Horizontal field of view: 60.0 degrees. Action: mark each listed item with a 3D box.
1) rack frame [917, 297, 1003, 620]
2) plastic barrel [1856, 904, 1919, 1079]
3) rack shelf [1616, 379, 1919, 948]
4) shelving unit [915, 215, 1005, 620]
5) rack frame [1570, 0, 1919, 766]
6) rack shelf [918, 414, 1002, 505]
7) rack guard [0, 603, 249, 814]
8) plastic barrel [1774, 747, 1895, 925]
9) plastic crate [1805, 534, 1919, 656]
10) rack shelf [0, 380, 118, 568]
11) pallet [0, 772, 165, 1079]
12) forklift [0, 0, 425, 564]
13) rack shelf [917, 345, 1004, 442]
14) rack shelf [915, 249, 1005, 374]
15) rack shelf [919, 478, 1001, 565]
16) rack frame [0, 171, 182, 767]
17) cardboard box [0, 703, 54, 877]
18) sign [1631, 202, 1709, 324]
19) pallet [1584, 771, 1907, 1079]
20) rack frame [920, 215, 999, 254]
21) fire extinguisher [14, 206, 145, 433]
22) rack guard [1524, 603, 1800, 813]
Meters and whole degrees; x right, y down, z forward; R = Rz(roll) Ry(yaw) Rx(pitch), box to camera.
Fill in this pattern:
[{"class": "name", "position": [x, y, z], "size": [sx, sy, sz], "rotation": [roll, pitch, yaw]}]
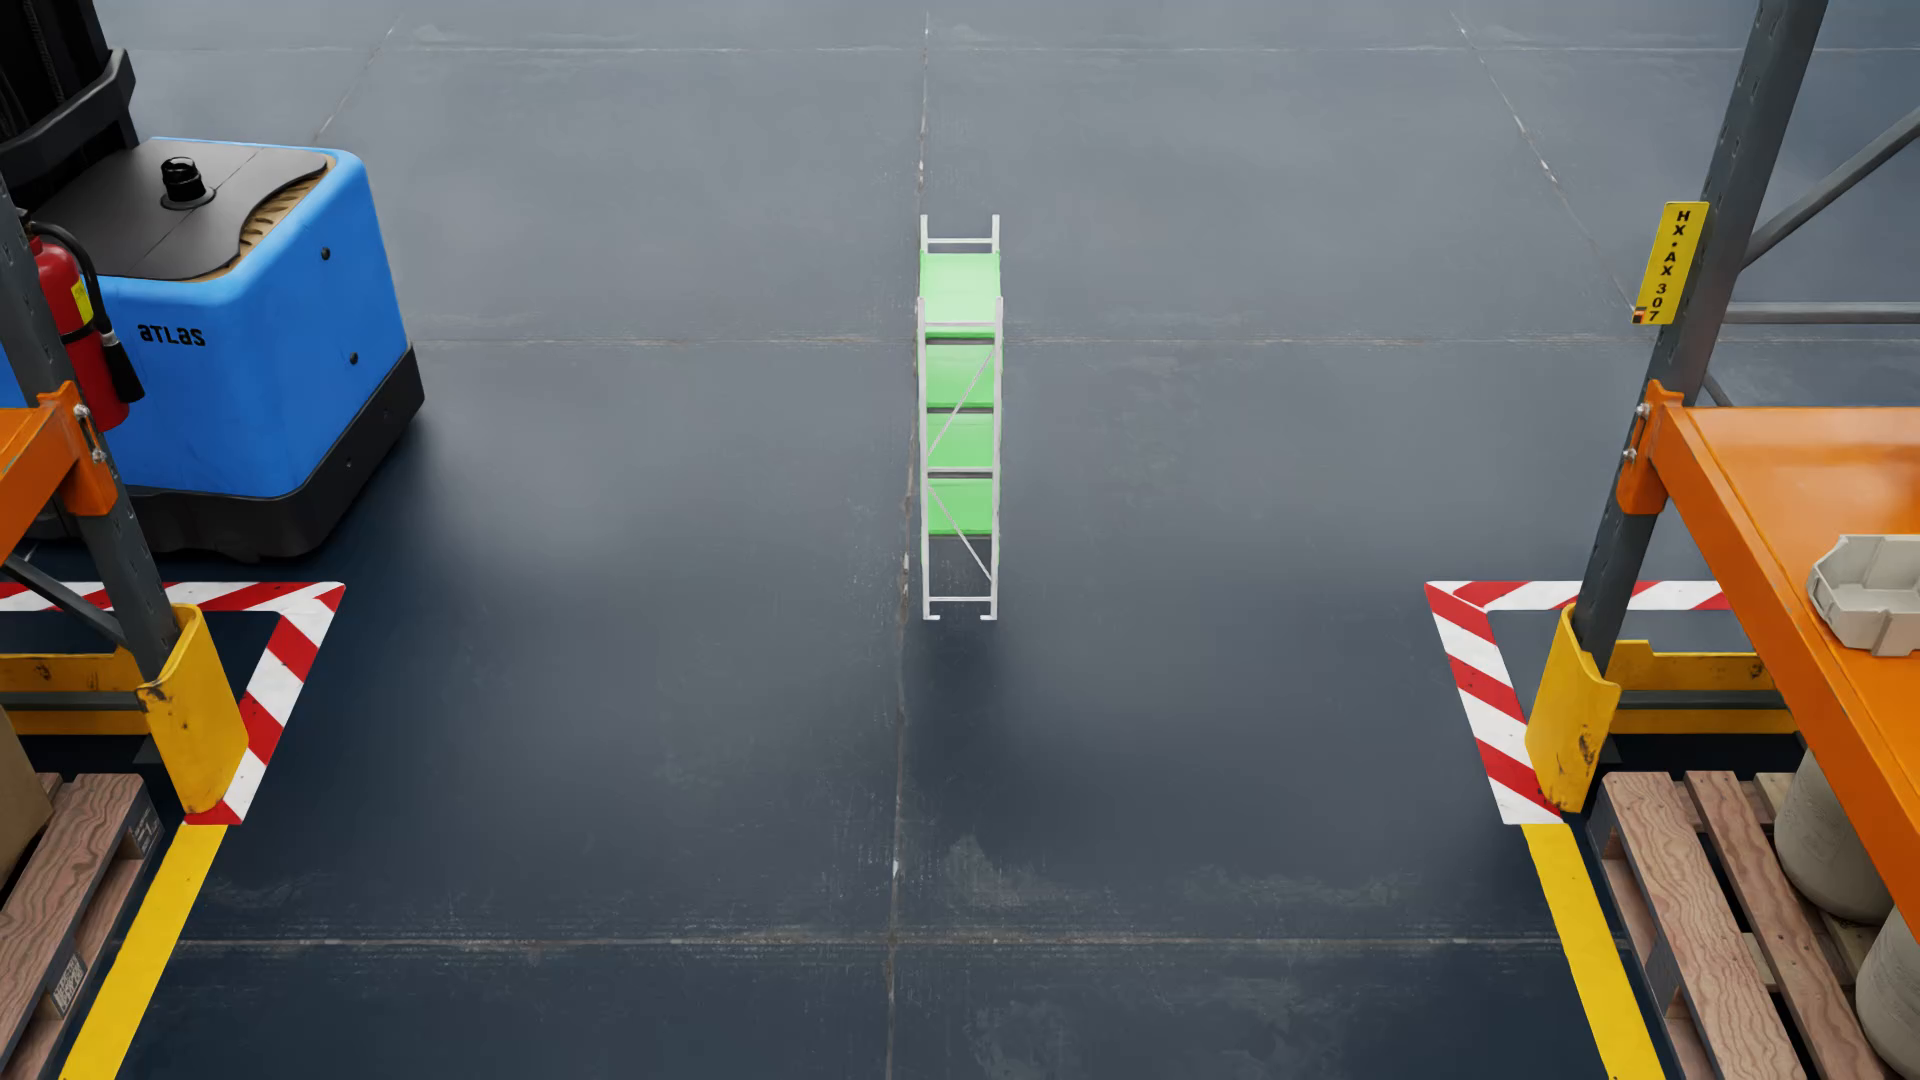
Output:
[{"class": "rack frame", "position": [0.000, -0.212, 5.055], "size": [0.240, 1.200, 0.015], "rotation": [0, 39, 0]}, {"class": "plastic barrel", "position": [2.311, 0.989, 3.771], "size": [0.421, 0.512, 0.421], "rotation": [0, 39, 0]}, {"class": "rack shelf", "position": [2.235, 0.988, 2.694], "size": [1.077, 0.370, 4.000], "rotation": [0, 39, 0]}, {"class": "shelving unit", "position": [0.000, -0.365, 5.246], "size": [0.258, 1.200, 0.503], "rotation": [0, 39, 0]}, {"class": "rack frame", "position": [2.233, -0.543, 4.029], "size": [1.000, 3.000, 0.127], "rotation": [0, 39, 0]}, {"class": "rack shelf", "position": [0.000, -0.315, 5.286], "size": [0.258, 0.148, 0.480], "rotation": [0, 39, 0]}, {"class": "rack guard", "position": [-2.720, 0.483, 4.747], "size": [1.175, 0.500, 0.348], "rotation": [0, 39, 0]}, {"class": "plastic barrel", "position": [2.310, 0.675, 4.162], "size": [0.421, 0.512, 0.421], "rotation": [0, 39, 0]}, {"class": "plastic crate", "position": [1.912, 0.119, 3.413], "size": [0.298, 0.136, 0.250], "rotation": [0, 39, 0]}, {"class": "rack shelf", "position": [-2.717, 0.992, 2.689], "size": [1.077, 0.370, 4.000], "rotation": [0, 39, 0]}, {"class": "pallet", "position": [-2.754, 1.104, 4.204], "size": [1.003, 0.211, 1.213], "rotation": [0, 39, 0]}, {"class": "forklift", "position": [-3.589, -1.488, 5.263], "size": [3.031, 2.935, 1.130], "rotation": [5, 39, 7]}, {"class": "rack shelf", "position": [0.000, -0.502, 5.135], "size": [0.258, 0.148, 0.480], "rotation": [0, 39, 0]}, {"class": "rack shelf", "position": [0.000, -0.689, 4.985], "size": [0.258, 0.148, 0.480], "rotation": [0, 39, 0]}, {"class": "rack shelf", "position": [0.000, -0.128, 5.436], "size": [0.258, 0.148, 0.480], "rotation": [0, 39, 0]}, {"class": "rack frame", "position": [-2.720, -0.540, 4.025], "size": [1.000, 3.000, 0.127], "rotation": [0, 39, 0]}, {"class": "cardboard box", "position": [-2.736, 0.662, 4.188], "size": [0.500, 0.500, 0.500], "rotation": [7, 39, 8]}, {"class": "sign", "position": [1.683, -0.654, 3.946], "size": [0.100, 0.325, 0.005], "rotation": [0, 39, 0]}, {"class": "pallet", "position": [2.276, 1.100, 4.208], "size": [1.003, 0.211, 1.213], "rotation": [0, 39, 0]}, {"class": "rack frame", "position": [0.000, -0.517, 5.436], "size": [0.240, 1.200, 0.015], "rotation": [0, 39, 0]}, {"class": "fire extinguisher", "position": [-2.259, -0.581, 4.139], "size": [0.296, 0.674, 0.183], "rotation": [0, 39, 0]}, {"class": "rack guard", "position": [2.280, 0.480, 4.752], "size": [1.175, 0.500, 0.348], "rotation": [0, 39, 0]}]
